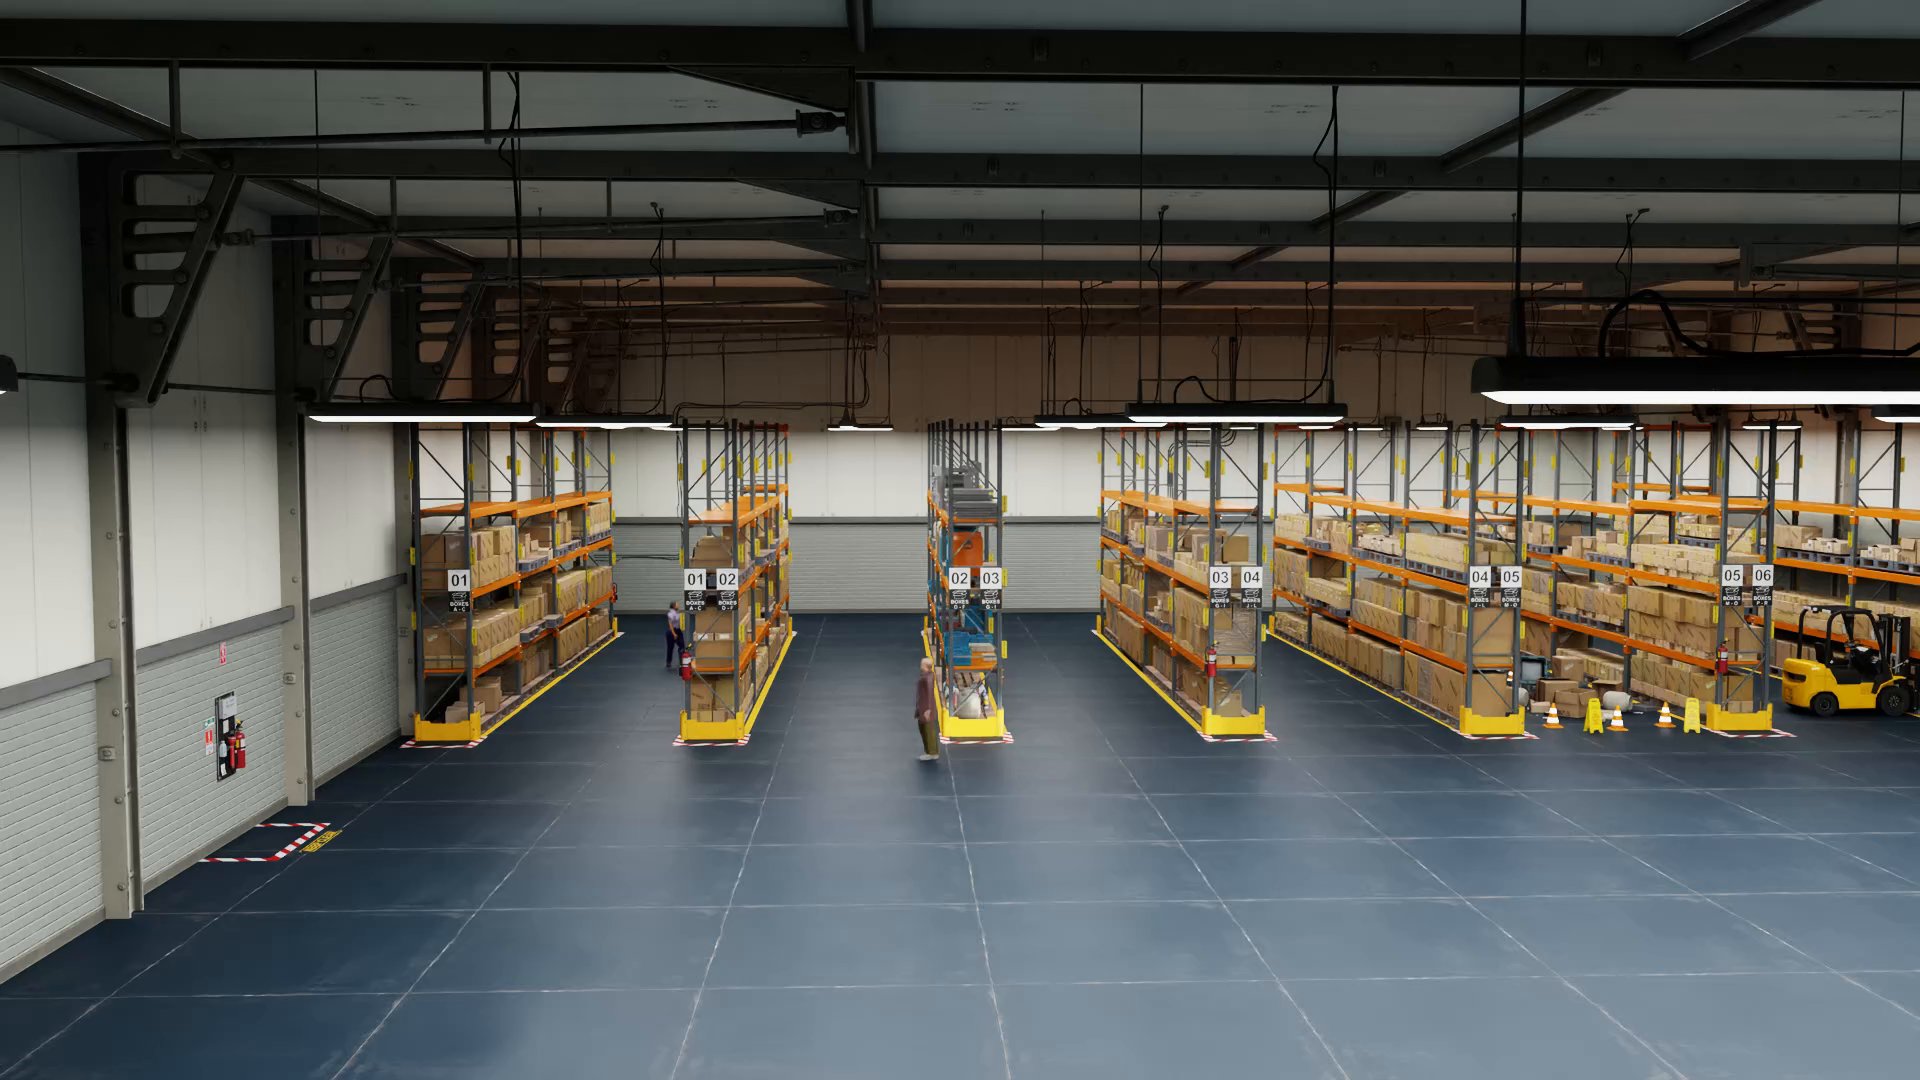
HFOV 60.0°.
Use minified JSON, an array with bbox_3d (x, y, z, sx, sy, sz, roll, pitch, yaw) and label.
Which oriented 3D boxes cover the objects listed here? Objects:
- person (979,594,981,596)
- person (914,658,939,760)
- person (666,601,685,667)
[{"bbox_3d":[0.637,1.810,45.160,0.435,1.673,0.507,2,4,29],"label":"person"},{"bbox_3d":[-0.588,2.947,29.166,0.410,1.769,0.677,-1,4,-9],"label":"person"},{"bbox_3d":[-6.980,2.303,40.810,0.598,1.630,0.545,2,4,34],"label":"person"}]
